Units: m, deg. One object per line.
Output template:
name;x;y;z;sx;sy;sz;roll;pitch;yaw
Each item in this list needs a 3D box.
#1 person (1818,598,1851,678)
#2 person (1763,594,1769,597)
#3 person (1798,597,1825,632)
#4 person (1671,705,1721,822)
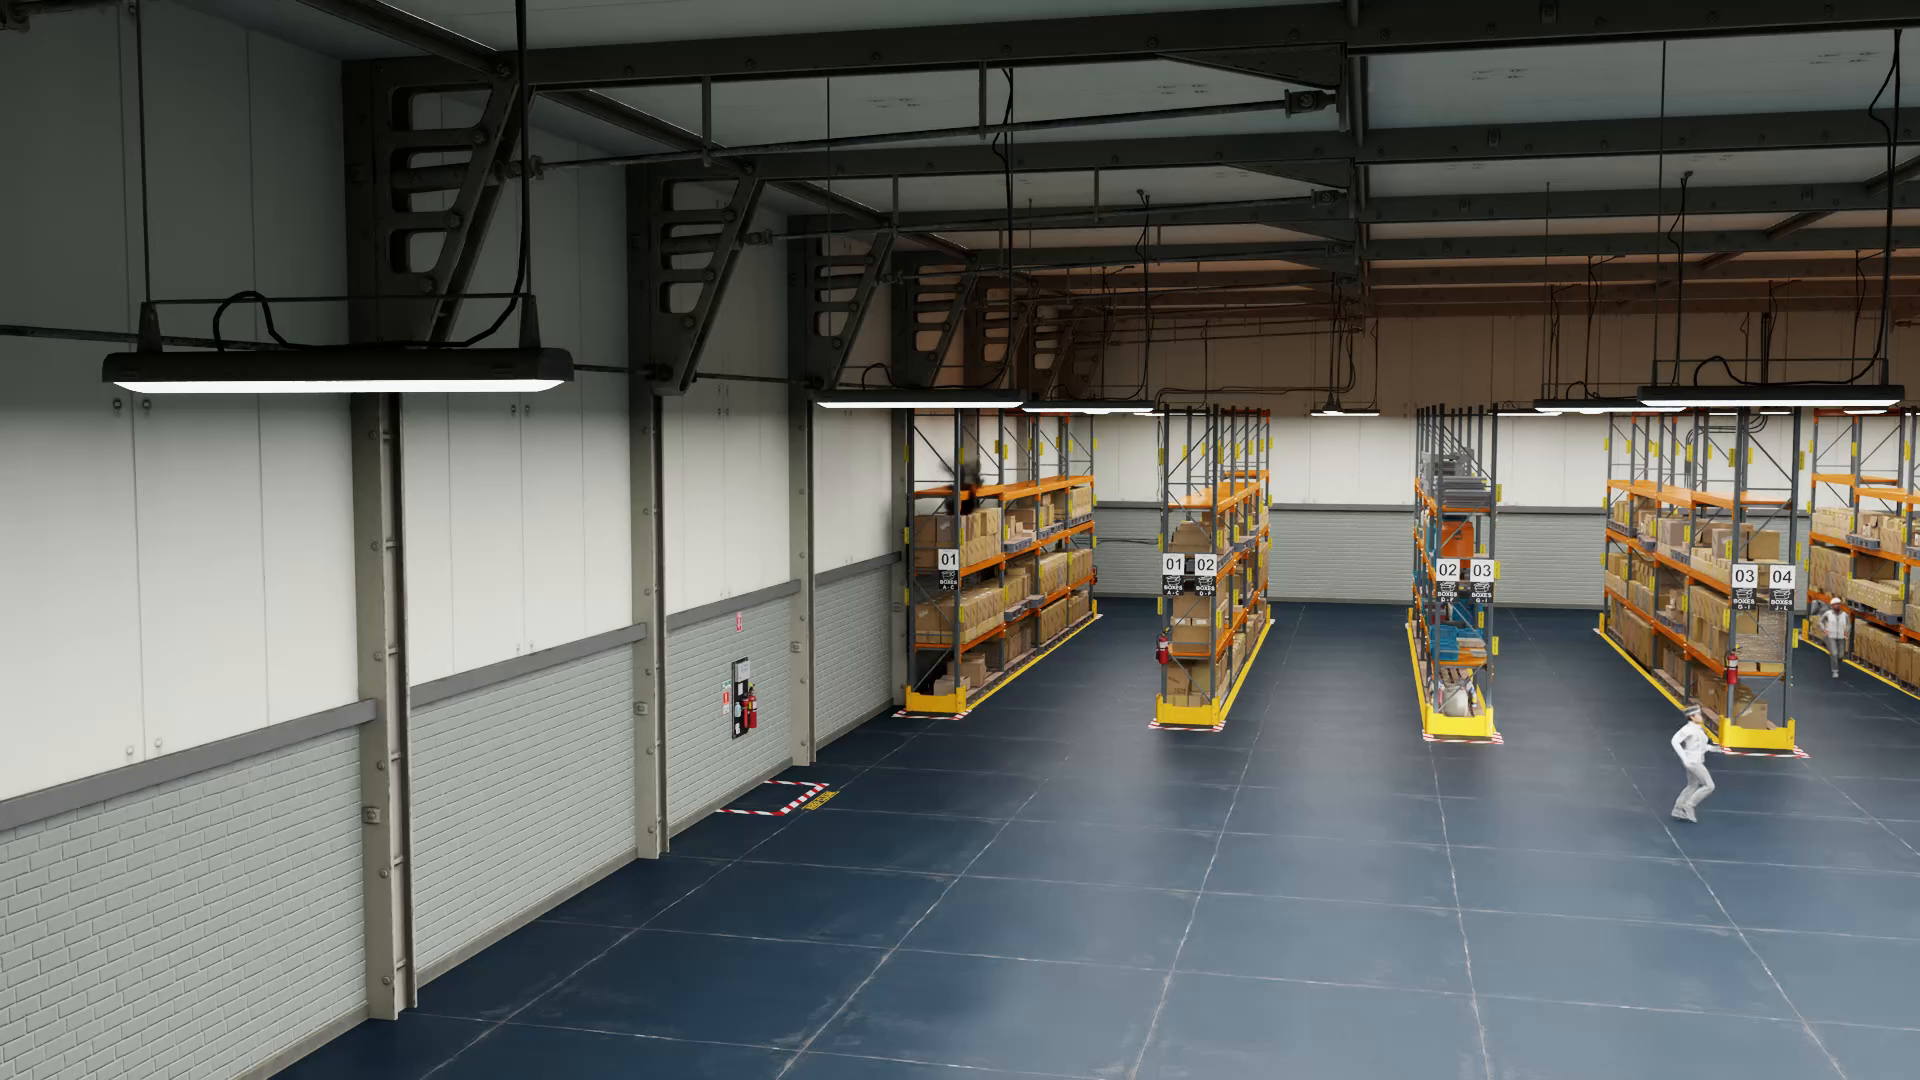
person;19.443;2.161;36.973;0.671;1.754;0.692;1;4;13
person;21.284;1.678;43.769;0.883;1.724;0.678;-3;5;-35
person;22.865;1.670;44.512;0.755;1.619;0.879;1;4;18
person;10.435;3.162;23.561;0.641;1.666;0.592;3;5;34
